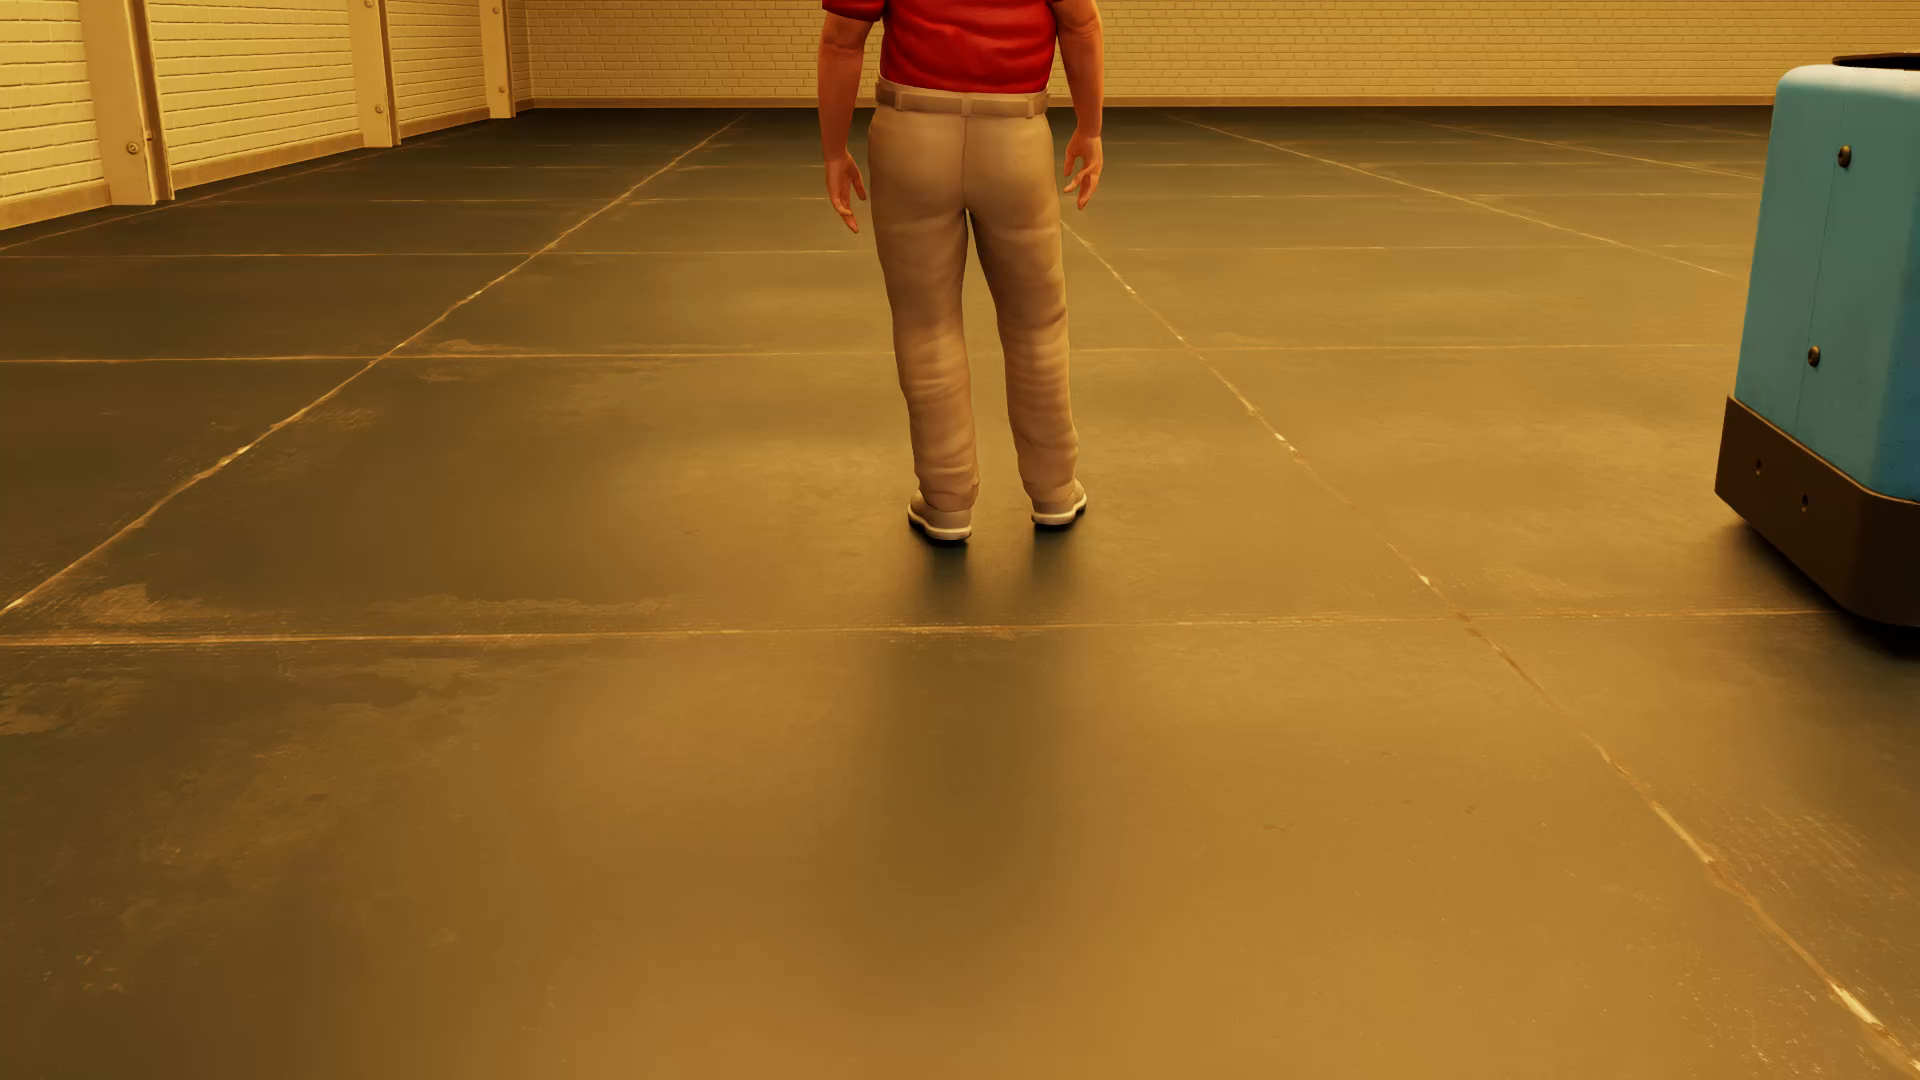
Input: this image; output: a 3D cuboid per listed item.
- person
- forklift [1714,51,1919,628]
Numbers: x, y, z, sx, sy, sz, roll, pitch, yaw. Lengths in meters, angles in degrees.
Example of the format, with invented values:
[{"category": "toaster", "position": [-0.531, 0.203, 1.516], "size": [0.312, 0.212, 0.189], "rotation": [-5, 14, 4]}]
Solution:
[{"category": "person", "position": [0.008, -0.860, 3.749], "size": [0.640, 1.727, 0.551], "rotation": [-1, 17, -3]}, {"category": "forklift", "position": [3.277, -1.262, 3.032], "size": [3.031, 2.935, 1.130], "rotation": [2, 17, 8]}]
